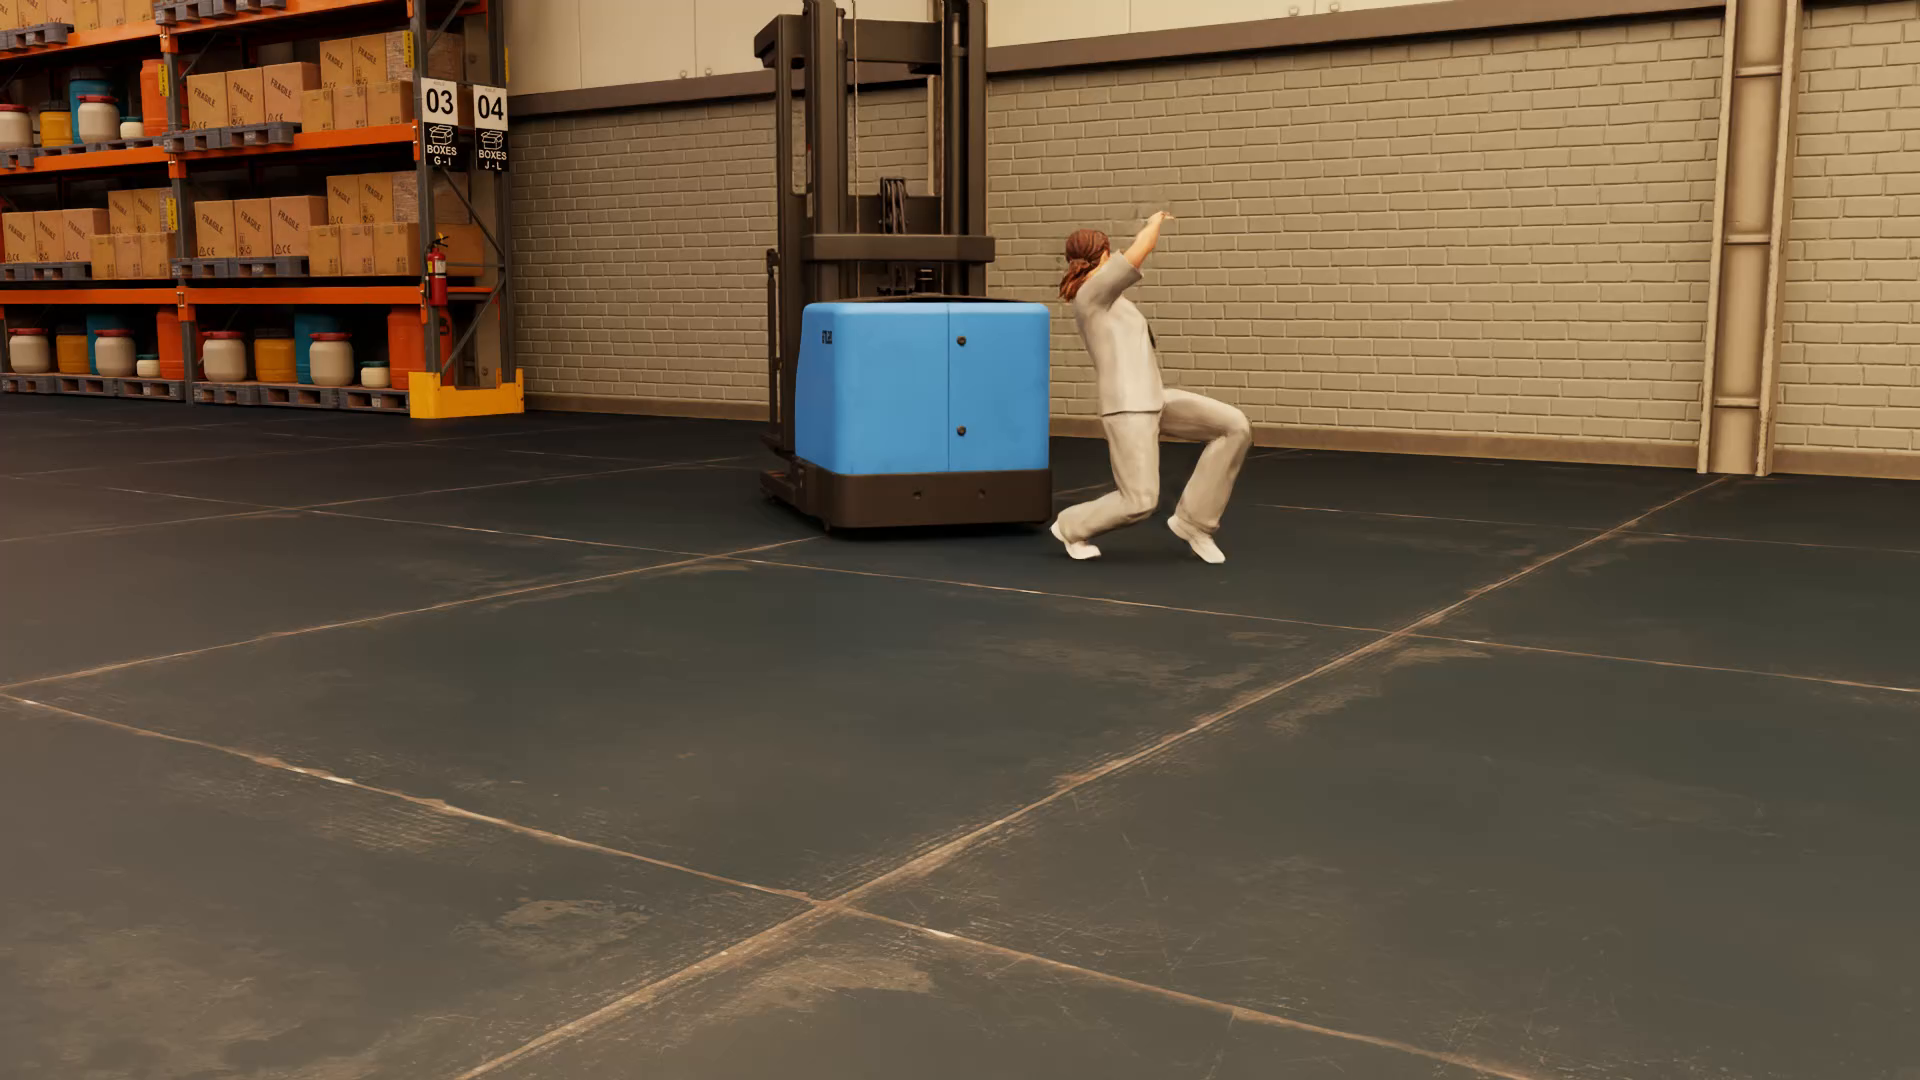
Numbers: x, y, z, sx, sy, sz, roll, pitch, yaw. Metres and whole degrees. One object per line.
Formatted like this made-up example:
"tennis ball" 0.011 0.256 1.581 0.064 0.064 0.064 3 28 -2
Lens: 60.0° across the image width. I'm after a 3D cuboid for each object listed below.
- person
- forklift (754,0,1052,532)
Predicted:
"person" 0.864 -0.650 7.104 0.843 1.466 0.983 3 9 22
"forklift" -0.470 -1.655 8.831 1.130 2.935 3.031 -2 8 -16
